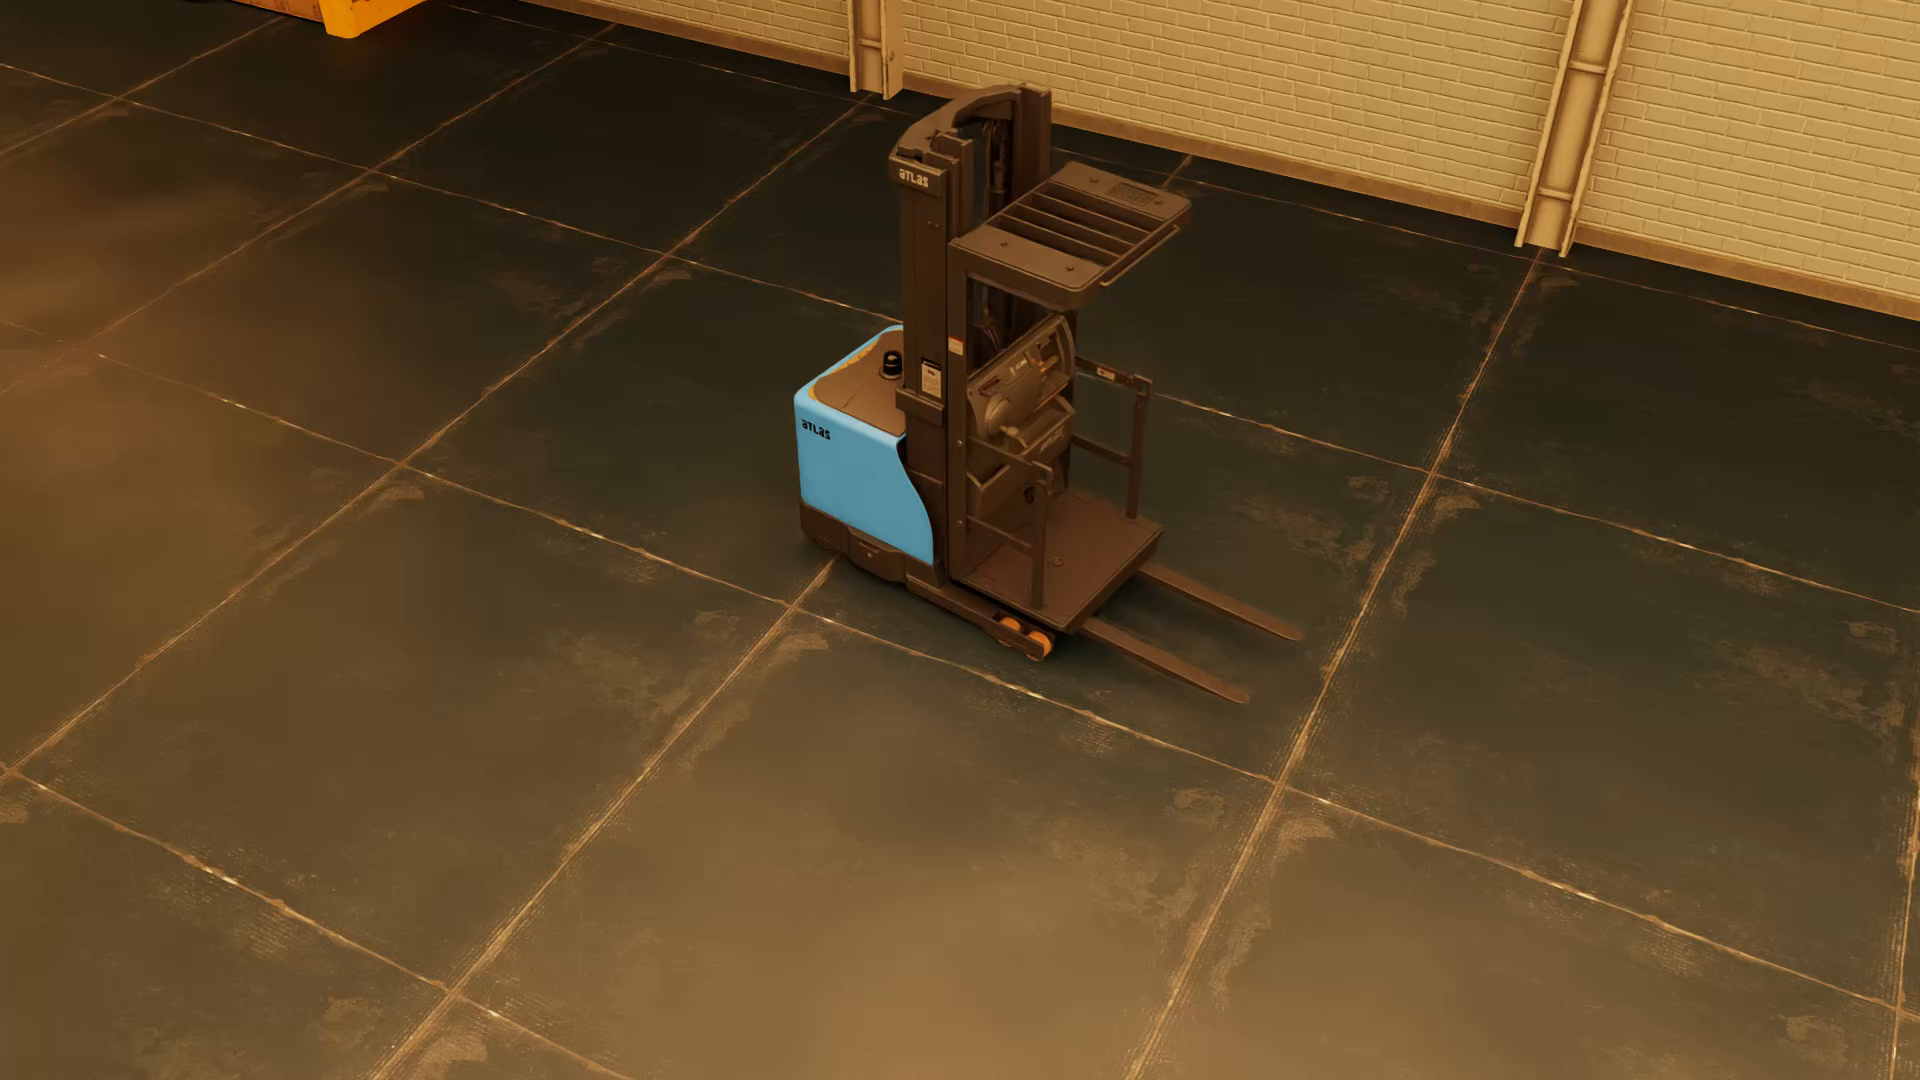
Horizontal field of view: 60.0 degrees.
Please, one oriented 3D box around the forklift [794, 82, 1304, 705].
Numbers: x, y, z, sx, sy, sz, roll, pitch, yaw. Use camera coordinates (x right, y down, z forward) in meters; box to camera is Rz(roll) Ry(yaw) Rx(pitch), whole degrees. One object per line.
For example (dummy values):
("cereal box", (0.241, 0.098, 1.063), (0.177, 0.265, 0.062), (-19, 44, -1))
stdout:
("forklift", (0.507, -0.827, 8.969), (3.031, 2.935, 1.130), (26, 46, 27))
